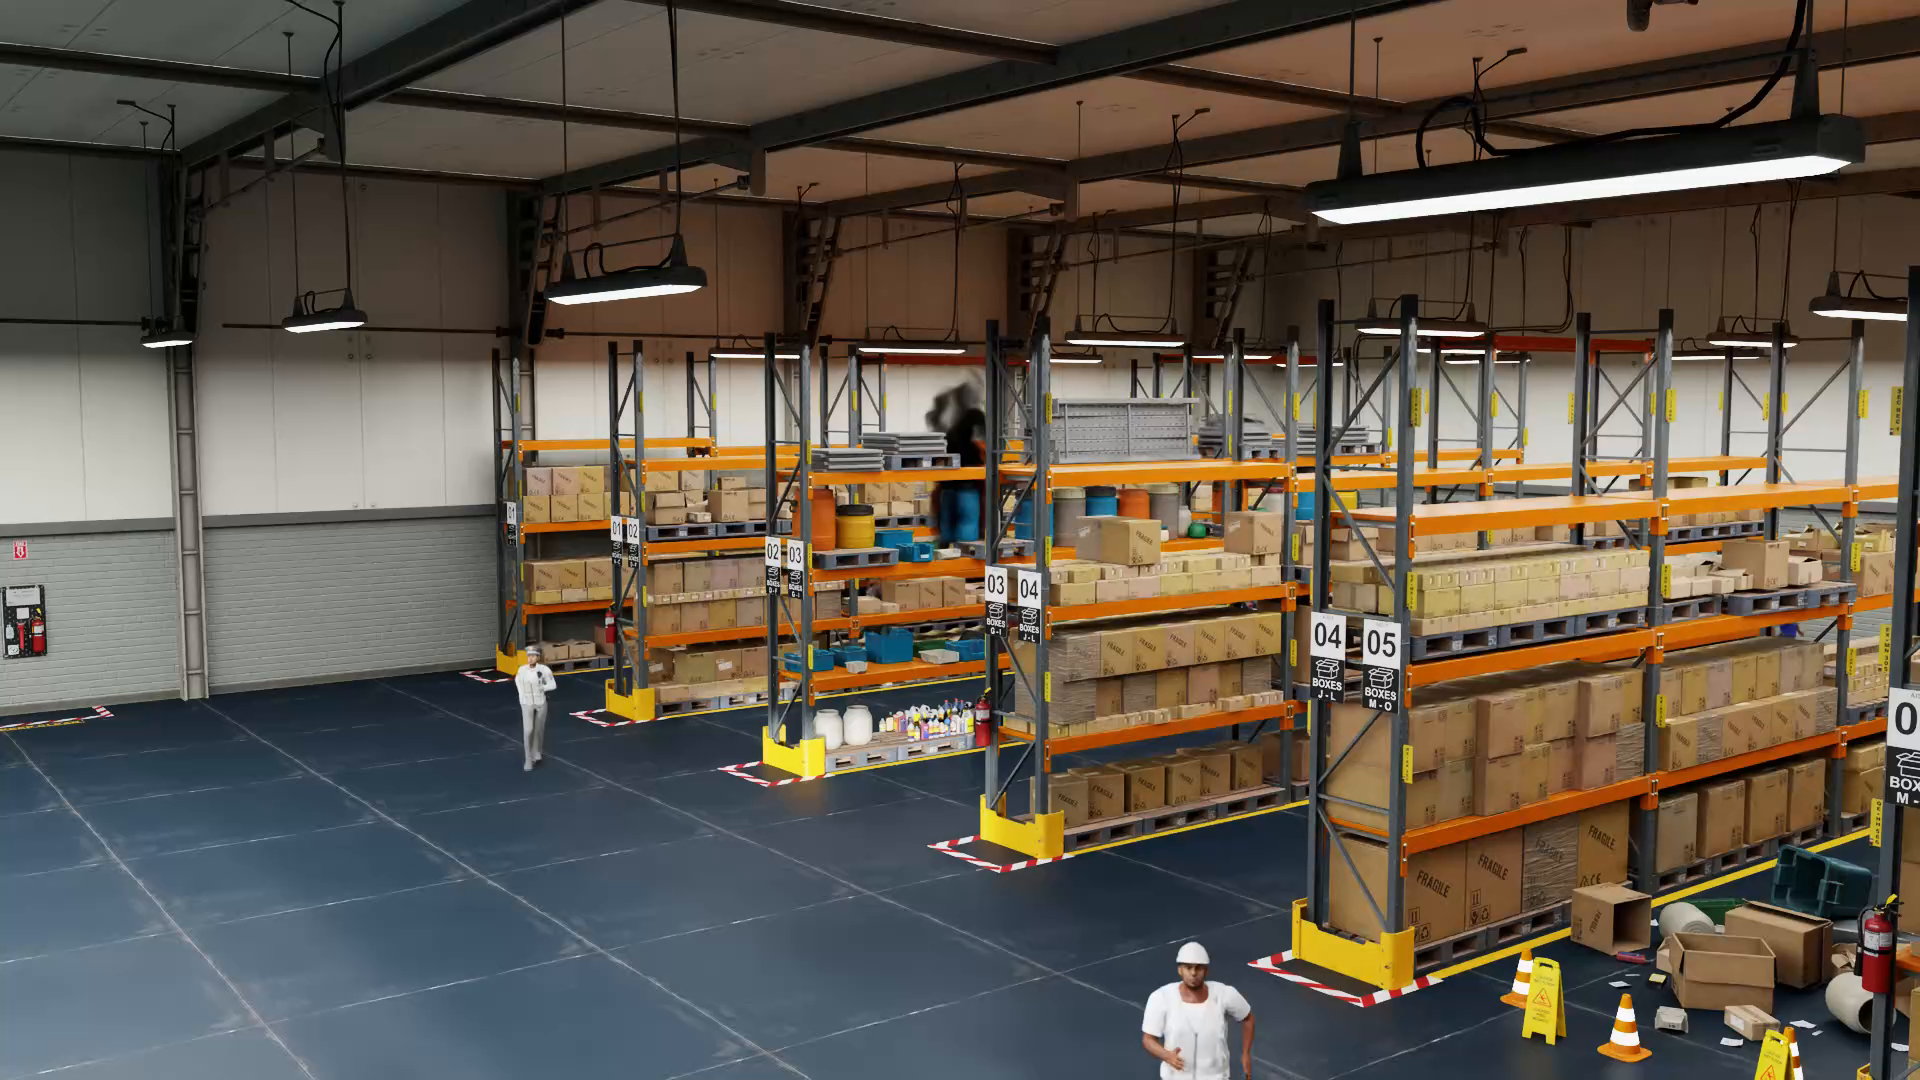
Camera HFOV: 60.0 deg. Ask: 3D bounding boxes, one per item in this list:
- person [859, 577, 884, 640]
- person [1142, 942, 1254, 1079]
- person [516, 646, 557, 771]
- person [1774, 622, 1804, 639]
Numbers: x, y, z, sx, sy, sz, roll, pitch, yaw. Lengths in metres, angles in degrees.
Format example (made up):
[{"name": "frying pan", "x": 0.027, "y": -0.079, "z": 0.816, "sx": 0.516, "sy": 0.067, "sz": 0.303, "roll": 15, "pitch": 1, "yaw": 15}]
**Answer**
[{"name": "person", "x": -1.687, "y": 1.495, "z": 31.895, "sx": 0.572, "sy": 1.746, "sz": 0.722, "roll": -4, "pitch": 7, "yaw": -41}, {"name": "person", "x": 1.479, "y": 3.381, "z": 10.363, "sx": 0.694, "sy": 1.743, "sz": 0.667, "roll": 1, "pitch": 5, "yaw": 10}, {"name": "person", "x": -5.867, "y": 2.319, "z": 23.012, "sx": 0.578, "sy": 1.757, "sz": 0.732, "roll": -1, "pitch": 5, "yaw": -9}, {"name": "person", "x": 14.490, "y": 1.802, "z": 29.217, "sx": 0.590, "sy": 1.648, "sz": 0.737, "roll": -3, "pitch": 6, "yaw": -30}]
